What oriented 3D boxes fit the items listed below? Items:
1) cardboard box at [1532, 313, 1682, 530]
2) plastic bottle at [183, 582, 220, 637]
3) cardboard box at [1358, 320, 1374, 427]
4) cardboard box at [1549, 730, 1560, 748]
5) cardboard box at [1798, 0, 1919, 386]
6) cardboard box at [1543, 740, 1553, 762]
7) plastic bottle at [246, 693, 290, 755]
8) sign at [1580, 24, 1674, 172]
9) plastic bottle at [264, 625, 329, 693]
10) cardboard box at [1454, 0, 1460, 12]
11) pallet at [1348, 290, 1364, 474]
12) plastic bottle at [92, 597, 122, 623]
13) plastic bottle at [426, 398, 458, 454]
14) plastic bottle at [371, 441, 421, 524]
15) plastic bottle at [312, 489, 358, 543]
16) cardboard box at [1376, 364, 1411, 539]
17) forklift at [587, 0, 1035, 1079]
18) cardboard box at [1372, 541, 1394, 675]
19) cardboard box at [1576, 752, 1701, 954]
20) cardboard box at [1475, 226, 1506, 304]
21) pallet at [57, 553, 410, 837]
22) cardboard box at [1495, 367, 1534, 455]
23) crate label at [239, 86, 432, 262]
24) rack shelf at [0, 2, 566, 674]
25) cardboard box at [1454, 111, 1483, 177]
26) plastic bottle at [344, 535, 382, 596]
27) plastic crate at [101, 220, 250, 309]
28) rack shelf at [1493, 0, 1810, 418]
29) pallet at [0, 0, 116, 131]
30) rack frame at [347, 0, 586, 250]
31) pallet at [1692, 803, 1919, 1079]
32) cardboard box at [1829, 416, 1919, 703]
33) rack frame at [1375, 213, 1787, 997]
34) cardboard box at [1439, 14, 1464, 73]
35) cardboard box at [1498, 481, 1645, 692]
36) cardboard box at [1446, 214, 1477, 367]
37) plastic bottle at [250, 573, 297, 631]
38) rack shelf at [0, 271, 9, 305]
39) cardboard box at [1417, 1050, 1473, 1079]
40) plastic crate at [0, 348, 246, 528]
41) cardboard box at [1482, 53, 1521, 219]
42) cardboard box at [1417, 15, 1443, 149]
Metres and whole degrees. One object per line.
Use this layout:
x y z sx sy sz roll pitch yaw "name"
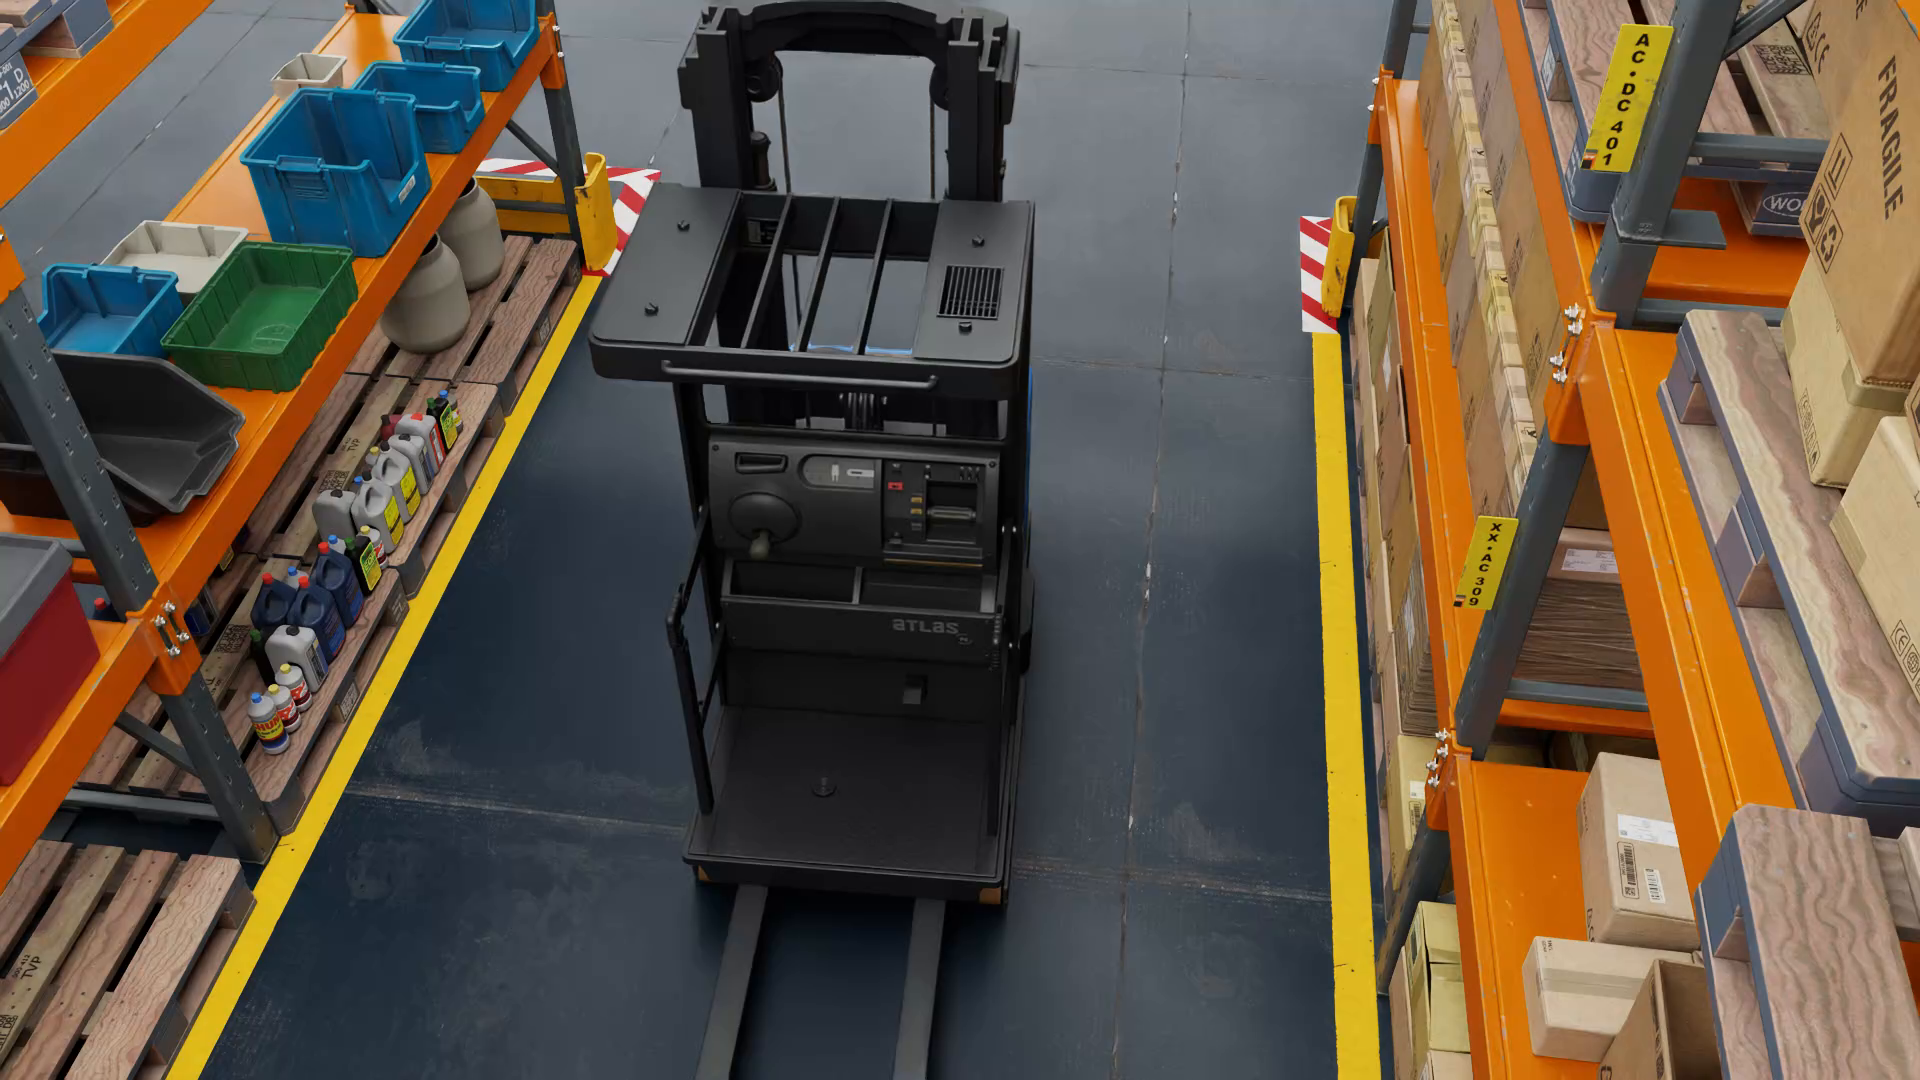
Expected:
1.965 -0.356 4.428 0.700 0.500 0.500 5 44 6 "cardboard box"
-3.022 0.232 6.485 0.152 0.276 0.135 5 44 6 "plastic bottle"
2.088 -0.739 7.543 0.500 0.250 0.500 5 44 6 "cardboard box"
2.343 0.399 5.795 0.500 0.500 0.500 5 44 6 "cardboard box"
1.792 -0.588 2.766 0.500 0.500 0.500 6 44 6 "cardboard box"
2.346 0.672 6.053 0.500 0.250 0.500 5 44 6 "cardboard box"
-2.520 0.656 6.040 0.097 0.271 0.097 0 43 0 "plastic bottle"
1.362 -0.900 3.404 0.100 0.325 0.005 5 44 6 "sign"
-2.504 0.431 6.274 0.152 0.276 0.135 7 44 7 "plastic bottle"
2.360 -2.426 6.614 0.700 0.500 0.500 5 44 6 "cardboard box"
2.382 -0.734 7.871 1.003 0.211 1.213 5 44 6 "pallet"
-3.197 0.339 6.317 0.144 0.351 0.185 4 44 4 "plastic bottle"
-2.273 -0.525 7.278 0.061 0.283 0.133 6 44 7 "plastic bottle"
-2.373 -0.253 6.943 0.144 0.351 0.185 7 44 7 "plastic bottle"
-2.548 -0.096 6.830 0.152 0.276 0.135 5 44 6 "plastic bottle"
1.949 -0.330 6.566 0.500 0.500 0.500 5 44 6 "cardboard box"
-0.357 -0.026 5.146 1.130 2.935 3.031 4 44 4 "forklift"
1.885 0.283 6.464 0.500 0.250 0.500 5 44 6 "cardboard box"
1.891 0.849 4.281 0.500 0.250 0.500 8 44 8 "cardboard box"
1.906 -0.887 5.461 0.380 0.149 0.250 6 44 7 "cardboard box"
-2.867 0.561 6.504 1.003 0.211 1.213 5 44 6 "pallet"
1.803 -0.369 4.913 0.380 0.149 0.250 4 44 4 "cardboard box"
-2.443 -1.458 6.582 0.502 0.435 0.616 5 44 6 "crate label"
-2.732 -1.100 6.753 1.077 0.370 4.000 5 44 6 "rack shelf"
2.008 -1.417 6.021 0.380 0.149 0.250 5 44 5 "cardboard box"
-2.391 0.079 6.641 0.061 0.283 0.133 7 44 7 "plastic bottle"
-3.033 -1.032 6.350 0.530 0.136 0.437 5 44 6 "plastic crate"
2.177 -1.736 5.244 1.077 0.370 4.000 5 44 6 "rack shelf"
-2.998 -1.519 4.628 1.213 0.211 1.003 5 44 6 "pallet"
-2.468 -2.724 7.945 1.000 3.000 0.127 5 44 6 "rack frame"
1.530 0.927 2.045 1.003 0.211 1.213 7 44 7 "pallet"
1.752 0.061 2.626 0.500 0.250 0.500 1 43 1 "cardboard box"
1.913 0.455 4.588 1.000 3.000 0.127 5 44 6 "rack frame"
2.110 -1.945 6.578 0.380 0.149 0.250 5 44 6 "cardboard box"
1.965 0.116 4.874 0.700 0.500 0.500 4 44 4 "cardboard box"
2.165 -0.935 5.983 0.700 0.500 0.500 6 44 7 "cardboard box"
-2.622 0.279 6.381 0.144 0.351 0.185 5 44 6 "plastic bottle"
-3.261 0.537 2.843 1.077 0.370 4.000 5 44 6 "rack shelf"
1.540 1.697 4.563 0.500 0.311 0.500 5 44 5 "cardboard box"
-2.801 -0.321 5.452 0.767 0.338 0.504 5 44 6 "plastic crate"
2.164 -1.382 5.511 0.700 0.500 0.500 5 44 6 "cardboard box"
2.367 -1.991 7.098 0.700 0.500 0.500 5 44 6 "cardboard box"
